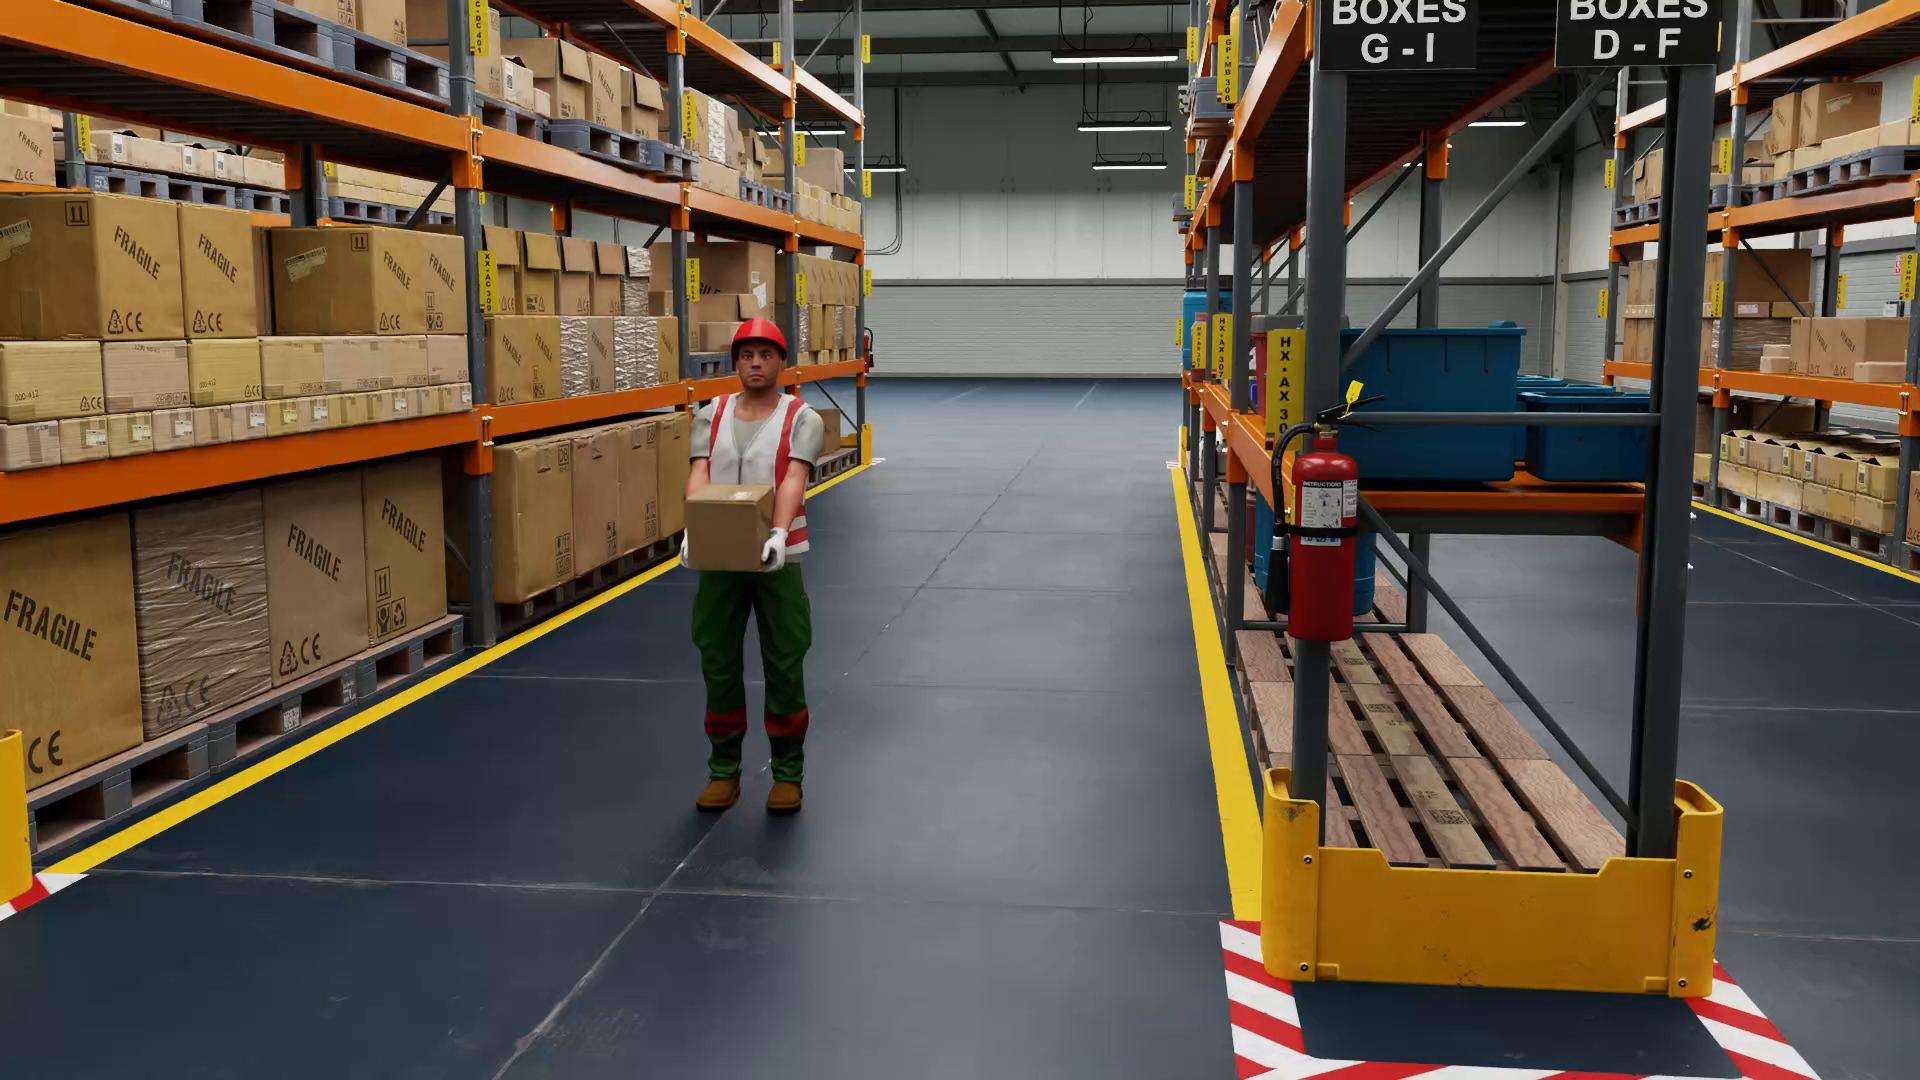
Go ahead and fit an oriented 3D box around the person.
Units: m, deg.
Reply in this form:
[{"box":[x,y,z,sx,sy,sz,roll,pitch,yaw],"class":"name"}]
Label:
[{"box":[-0.755,0.098,5.971,0.494,1.782,0.560,1,8,7],"class":"person"}]
